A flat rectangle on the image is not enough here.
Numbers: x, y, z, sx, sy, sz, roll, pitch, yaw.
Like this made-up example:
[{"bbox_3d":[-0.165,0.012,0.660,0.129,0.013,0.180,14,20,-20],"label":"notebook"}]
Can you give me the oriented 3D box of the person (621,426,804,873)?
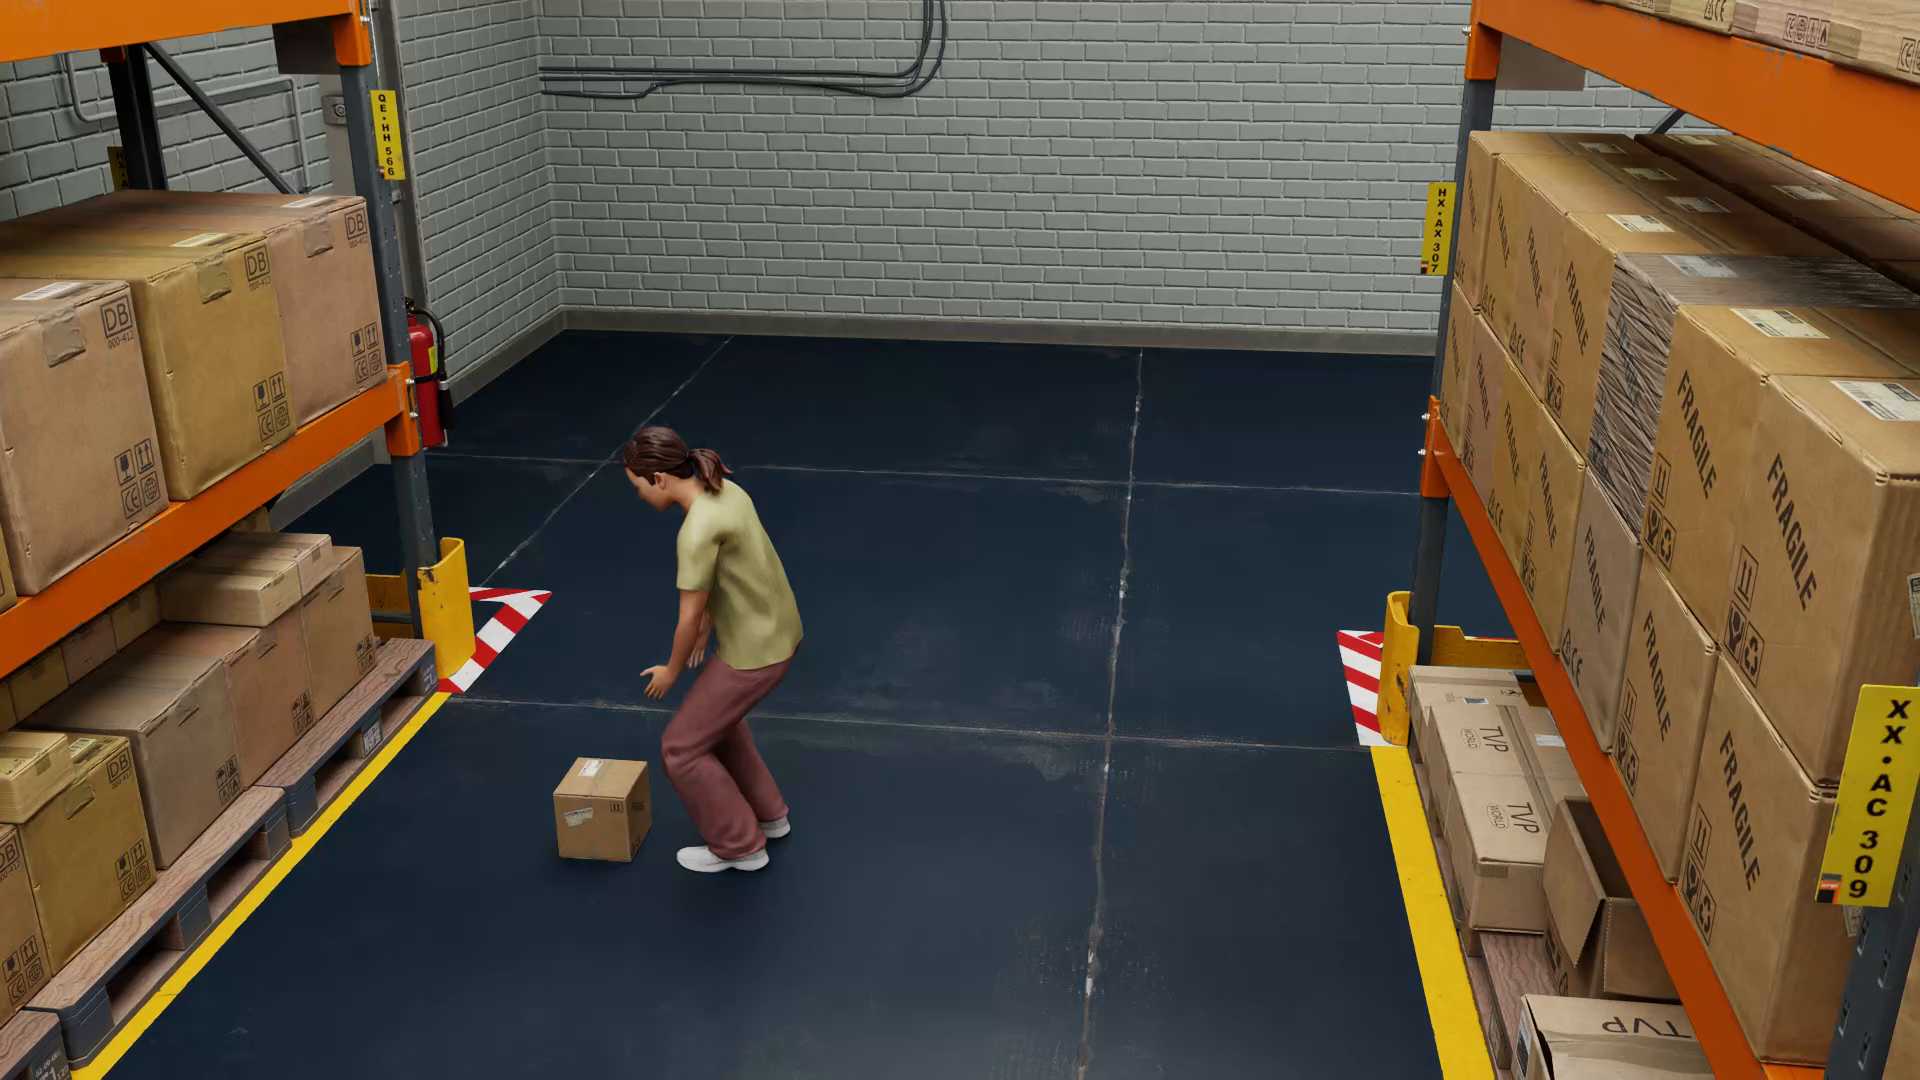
[{"bbox_3d":[-0.787,0.362,5.387,0.533,1.515,0.498,3,21,7],"label":"person"}]
